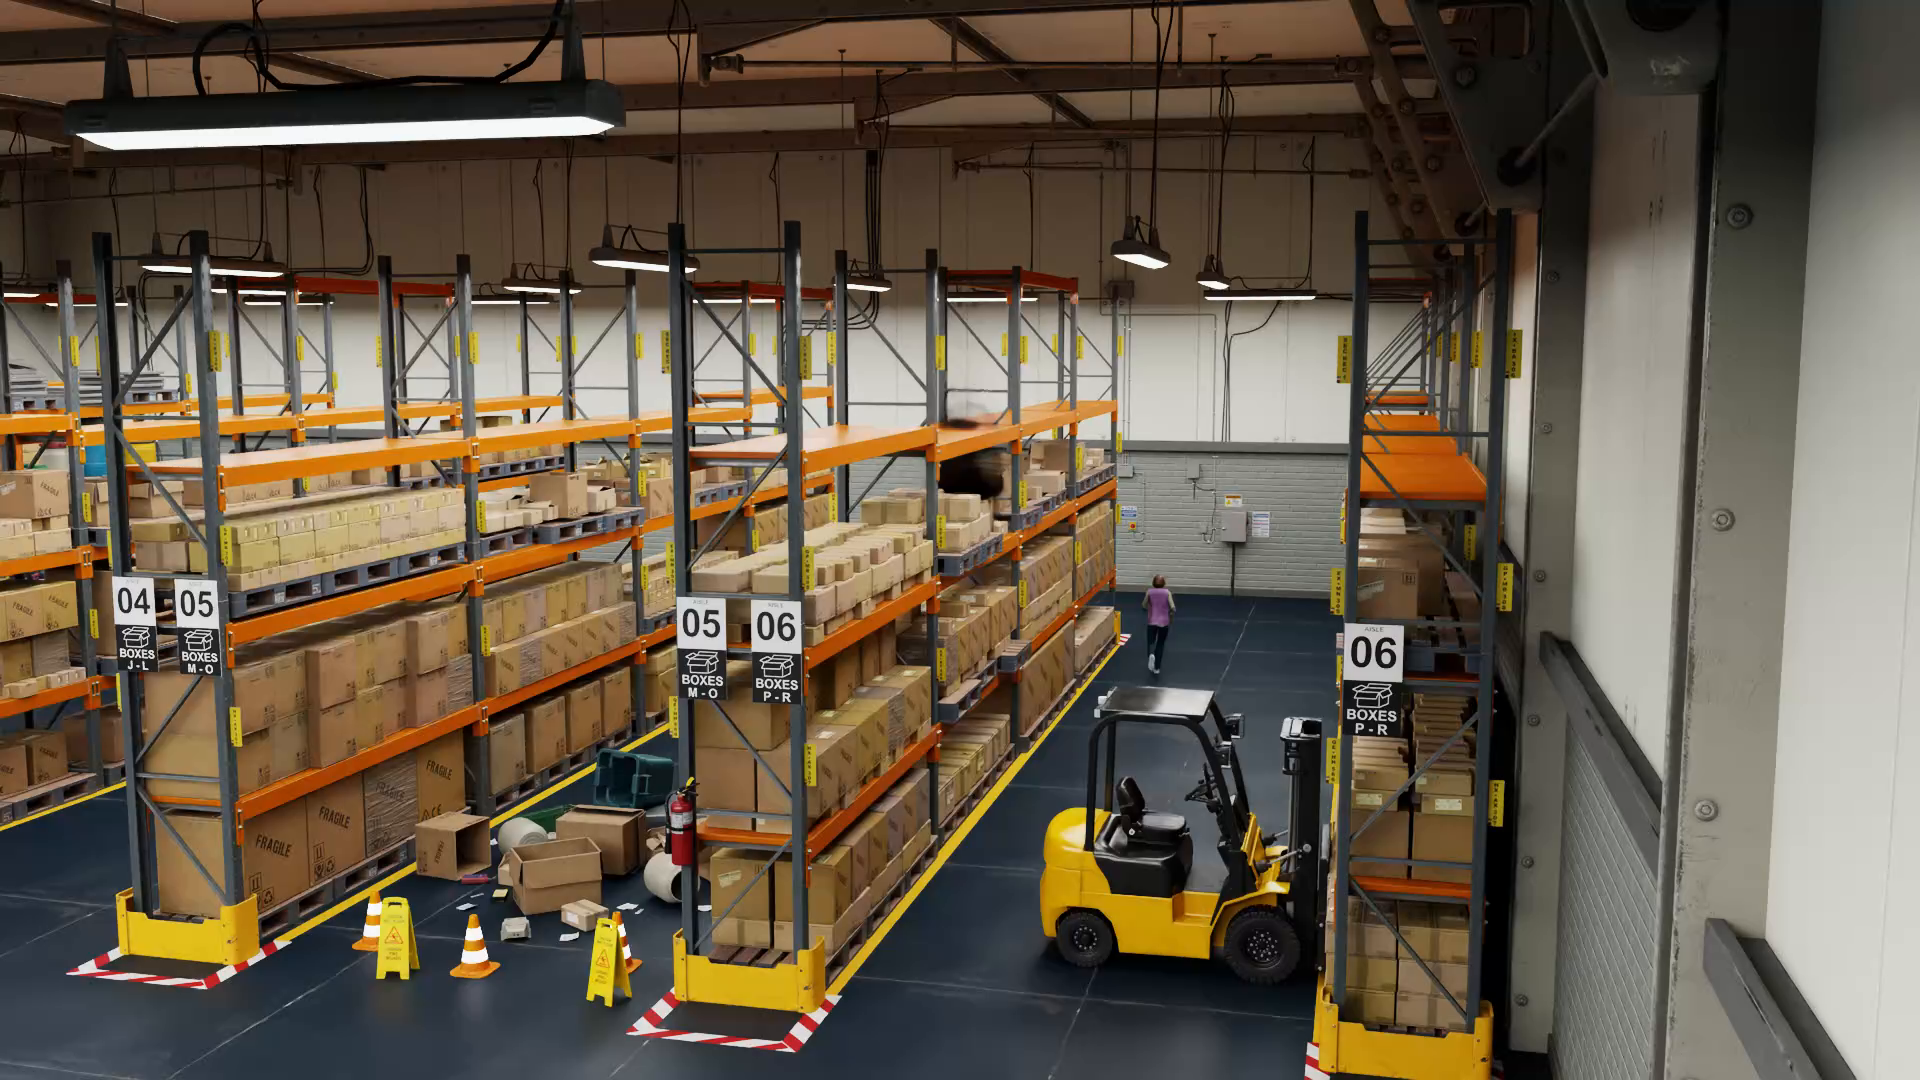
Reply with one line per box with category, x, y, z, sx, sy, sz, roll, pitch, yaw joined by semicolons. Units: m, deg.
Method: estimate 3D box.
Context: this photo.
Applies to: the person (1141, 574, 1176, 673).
person;3.034;1.295;25.458;0.529;1.556;0.602;1;7;10
